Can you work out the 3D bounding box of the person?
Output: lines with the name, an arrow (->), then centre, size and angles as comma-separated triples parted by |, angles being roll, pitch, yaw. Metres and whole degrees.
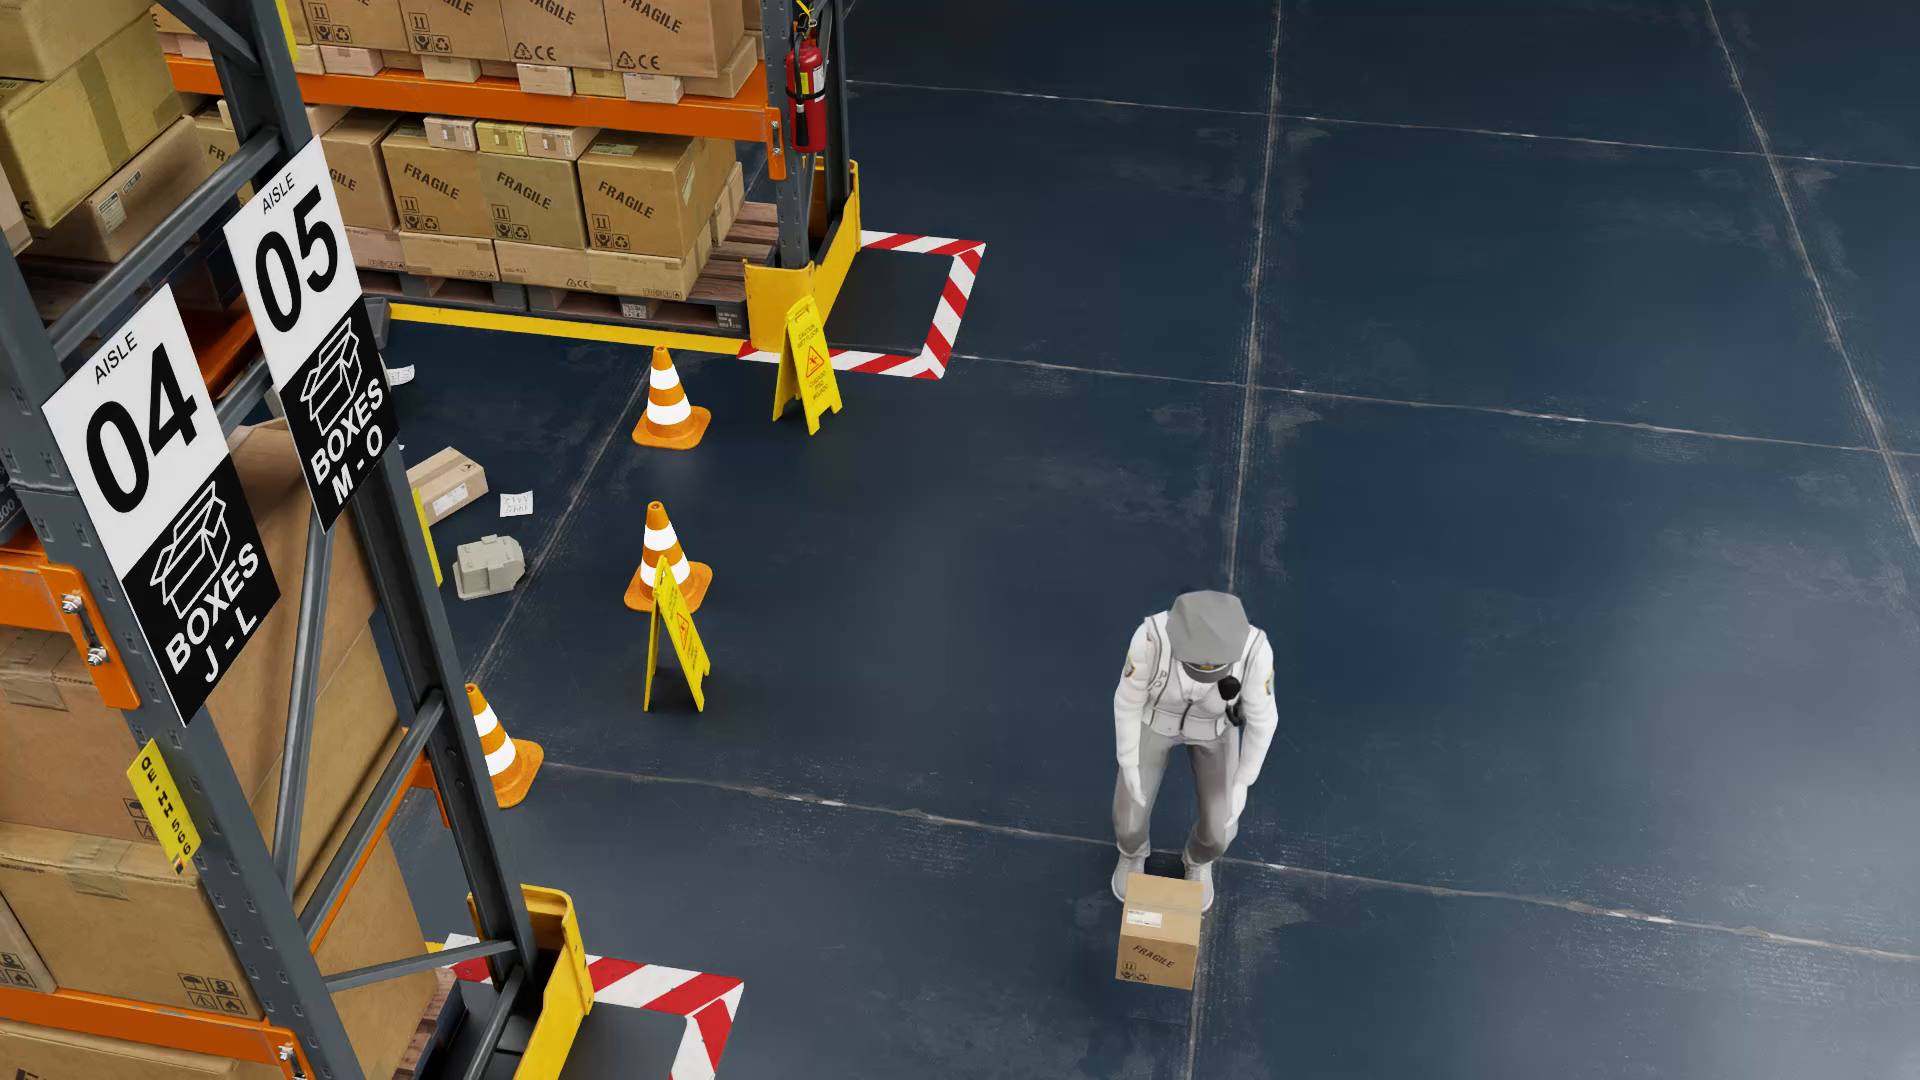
person -> 0.759, 0.683, 5.484 | 0.526, 1.522, 0.591 | 7, 41, 8
